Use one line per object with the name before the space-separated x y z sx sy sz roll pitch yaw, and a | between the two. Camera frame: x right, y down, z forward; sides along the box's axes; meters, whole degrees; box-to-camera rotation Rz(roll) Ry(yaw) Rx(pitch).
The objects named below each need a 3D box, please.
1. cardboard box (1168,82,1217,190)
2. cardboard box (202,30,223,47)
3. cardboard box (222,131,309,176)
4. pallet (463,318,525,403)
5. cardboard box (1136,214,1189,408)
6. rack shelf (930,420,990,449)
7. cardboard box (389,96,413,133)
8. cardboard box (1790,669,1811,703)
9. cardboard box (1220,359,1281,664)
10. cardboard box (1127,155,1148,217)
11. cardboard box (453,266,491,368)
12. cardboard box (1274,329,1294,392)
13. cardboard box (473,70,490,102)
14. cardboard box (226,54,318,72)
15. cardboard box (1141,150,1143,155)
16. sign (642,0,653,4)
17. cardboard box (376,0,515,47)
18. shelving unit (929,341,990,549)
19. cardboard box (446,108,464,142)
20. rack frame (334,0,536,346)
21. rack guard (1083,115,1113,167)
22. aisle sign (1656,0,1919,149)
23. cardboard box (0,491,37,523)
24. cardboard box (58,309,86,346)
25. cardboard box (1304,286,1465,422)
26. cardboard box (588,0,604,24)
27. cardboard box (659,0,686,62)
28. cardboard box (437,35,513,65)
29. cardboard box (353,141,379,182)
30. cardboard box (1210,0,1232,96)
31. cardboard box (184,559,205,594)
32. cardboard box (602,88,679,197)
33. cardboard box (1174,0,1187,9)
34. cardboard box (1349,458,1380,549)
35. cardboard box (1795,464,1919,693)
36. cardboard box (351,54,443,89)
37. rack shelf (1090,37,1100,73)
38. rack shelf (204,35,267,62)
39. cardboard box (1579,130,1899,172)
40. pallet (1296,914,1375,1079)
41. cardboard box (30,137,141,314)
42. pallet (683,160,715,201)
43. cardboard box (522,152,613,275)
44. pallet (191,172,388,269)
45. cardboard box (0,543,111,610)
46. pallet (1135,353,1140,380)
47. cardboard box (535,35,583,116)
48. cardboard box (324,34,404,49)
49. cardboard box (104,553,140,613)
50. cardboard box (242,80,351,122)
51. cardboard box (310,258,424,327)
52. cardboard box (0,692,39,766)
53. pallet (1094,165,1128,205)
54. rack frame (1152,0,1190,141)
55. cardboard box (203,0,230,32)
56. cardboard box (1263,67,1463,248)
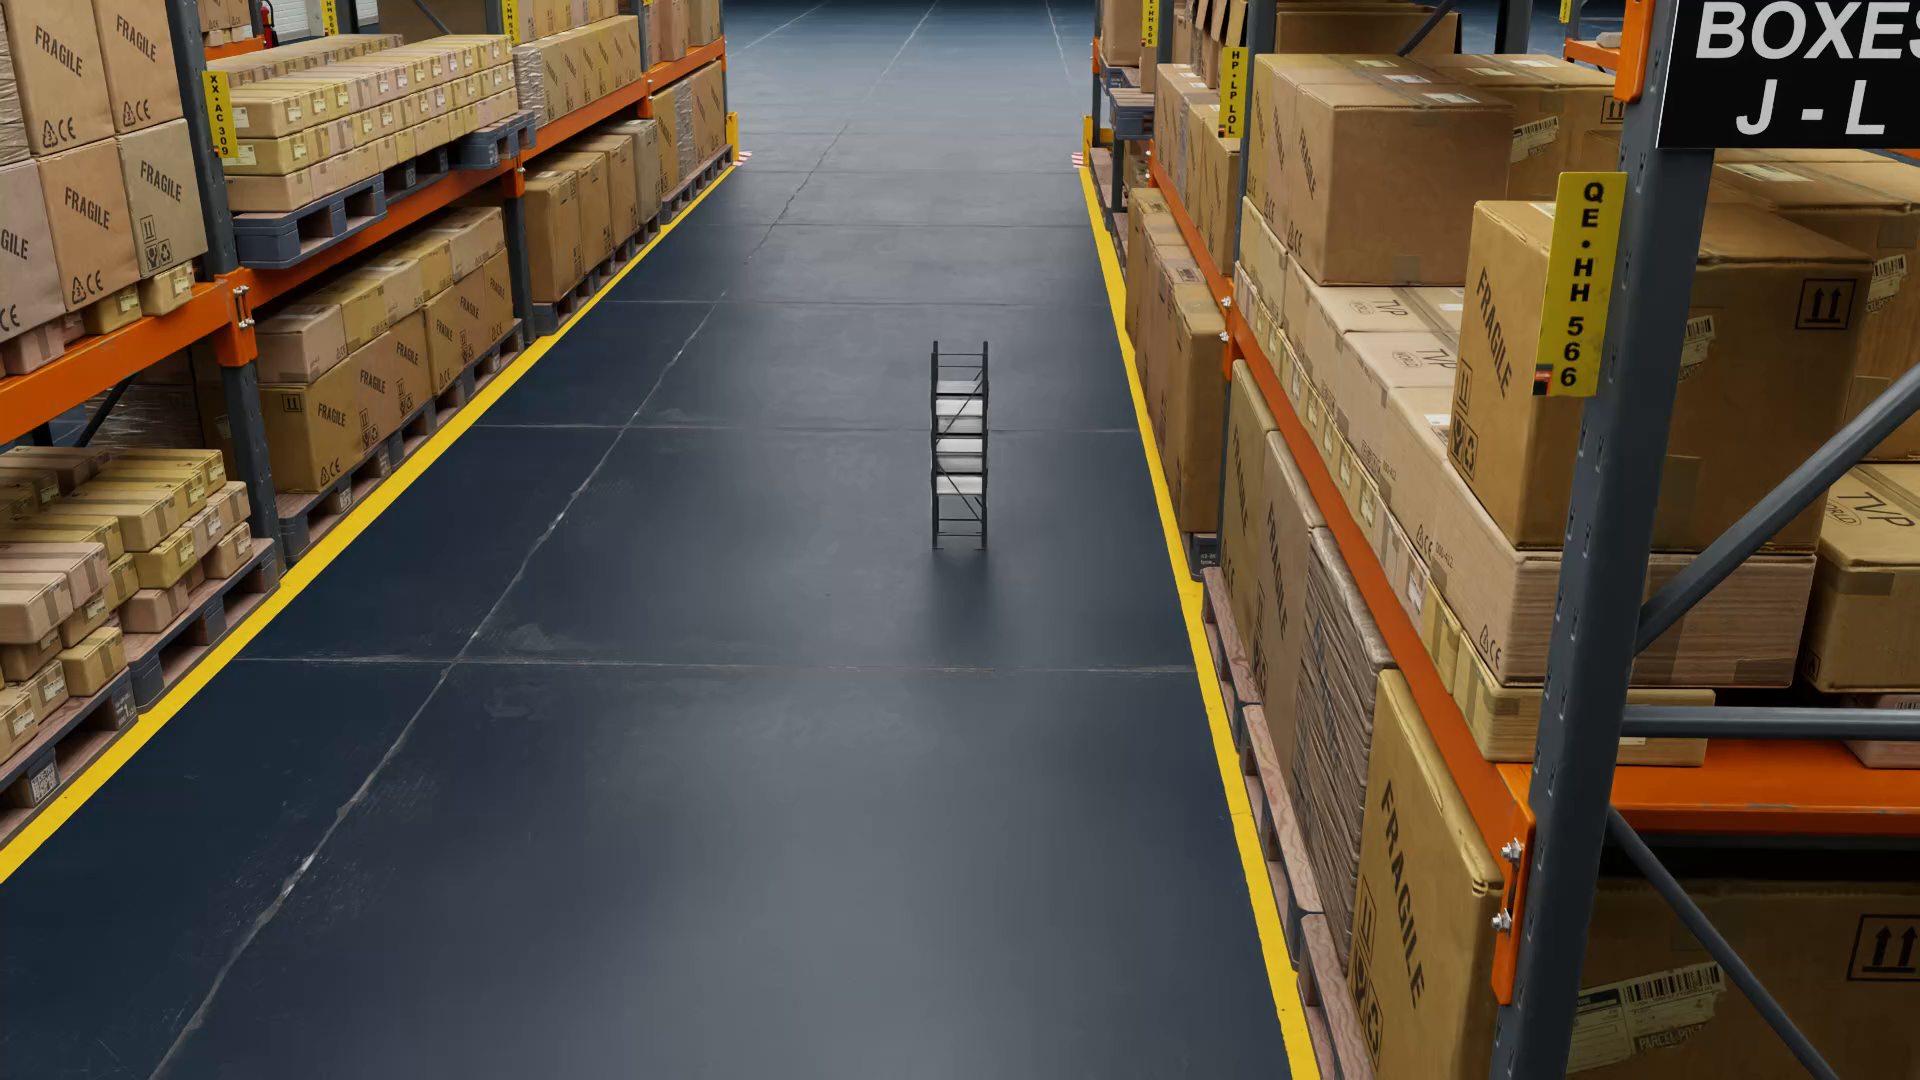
cardboard box | 1.366 -2.097 8.649 0.500 0.500 0.500 0 21 1
cardboard box | -7.685 -5.063 16.779 0.380 0.149 0.250 1 21 3
cardboard box | -2.926 -1.595 6.848 0.380 0.149 0.250 1 21 2
pallet | -3.302 -1.104 10.082 1.003 0.211 1.213 1 21 2
cardboard box | 1.602 -1.229 8.906 1.225 0.875 0.875 1 21 2
rack shelf | 0.000 -0.469 7.338 0.258 0.077 0.200 1 21 2
cardboard box | -2.891 -2.069 8.071 0.380 0.149 0.250 0 21 1
cardboard box | 1.782 0.197 3.222 0.380 0.149 0.250 0 21 1
cardboard box | 1.457 -0.116 6.039 0.875 0.875 0.875 1 21 2
cardboard box | 1.760 -2.860 13.599 0.700 0.500 0.500 -1 21 -3
cardboard box | -3.055 -1.288 9.578 0.500 0.500 0.500 1 21 4
cardboard box | 1.186 -0.551 5.149 0.380 0.149 0.250 0 21 1
cardboard box | -2.848 -2.528 9.254 0.380 0.149 0.250 1 21 3
cardboard box | -3.522 -2.402 8.518 0.380 0.149 0.250 1 21 3
cardboard box | 1.852 -3.216 14.546 0.500 0.500 0.500 0 21 0
sign | -2.612 -4.633 13.832 0.100 0.325 0.005 1 21 2
cardboard box | -3.253 -3.361 10.525 0.700 0.500 0.500 1 21 1
shelving unit | 0.000 -0.417 7.359 0.258 0.900 0.210 1 21 2
cardboard box | -2.867 -2.211 8.848 0.380 0.149 0.250 0 21 -1
rack frame | -3.276 -2.686 10.306 1.000 3.000 0.127 1 21 2
rack guard | 1.919 -4.295 17.907 1.175 0.500 0.348 1 21 2
aisle sign | 1.133 -0.892 2.087 0.394 0.787 0.004 1 21 2
cardboard box | -3.642 -0.071 6.103 0.380 0.149 0.250 0 21 1
cardboard box | -3.216 -0.734 5.622 0.380 0.149 0.250 0 21 0
cardboard box | 1.227 -0.505 4.481 0.500 0.250 0.500 1 21 2
cardboard box | -3.178 -4.280 12.892 0.700 0.500 0.500 0 21 1
cardboard box | -3.027 -4.729 15.363 0.875 0.550 0.550 1 21 2
cardboard box | -2.833 -2.860 9.698 0.380 0.149 0.250 0 21 0
cardboard box | -2.904 -1.738 7.627 0.380 0.149 0.250 1 21 2
cardboard box | 1.603 -2.367 7.958 0.797 0.503 0.637 1 21 3
cardboard box | -3.161 0.132 6.403 0.380 0.149 0.250 1 21 3
cardboard box | -3.066 -3.565 14.926 0.875 0.875 0.875 1 21 2
cardboard box | 1.839 -3.658 12.086 0.797 0.503 0.637 3 21 7
cardboard box | 1.146 -0.087 3.954 0.380 0.149 0.250 0 21 0
cardboard box | 1.719 0.058 3.029 0.500 0.250 0.500 0 21 0
cardboard box | -2.875 -2.393 8.493 0.380 0.149 0.250 2 21 4
rack shelf | 1.861 -4.429 15.792 1.077 0.370 4.000 1 21 2
rack shelf | -8.045 -4.538 16.073 1.077 0.370 4.000 1 21 2
cardboard box | 1.744 -0.660 3.842 0.500 0.500 0.500 0 21 0
pallet | 1.381 1.307 3.868 1.003 0.211 1.213 1 21 2
cardboard box | -3.147 -1.060 5.564 0.500 0.500 0.500 0 21 0
pallet | -3.019 -3.549 16.384 1.003 0.211 1.213 1 21 2
cardboard box | -3.145 -2.369 12.016 1.050 0.750 0.750 1 21 2
pallet | -3.229 -1.425 7.321 1.003 0.211 1.213 1 21 2
cardboard box | -3.119 0.122 5.606 0.380 0.149 0.250 0 21 -1
pallet | 1.579 -1.011 9.843 1.003 0.211 1.213 1 21 2
cardboard box | -2.964 -3.259 11.642 0.500 0.500 0.500 1 21 2
cardboard box | -3.484 -2.876 9.738 0.380 0.149 0.250 1 21 2
cardboard box | -3.182 0.157 5.928 0.380 0.149 0.250 1 21 2
cardboard box | -2.913 -1.927 7.293 0.380 0.149 0.250 1 21 2
cardboard box | -3.078 -1.261 8.471 0.500 0.250 0.500 1 21 4
cardboard box | -3.150 0.594 5.212 0.380 0.149 0.250 1 21 2
pallet | 1.819 -3.427 16.069 1.003 0.211 1.213 1 21 2
rack frame | 1.678 -2.595 10.071 1.000 3.000 0.127 1 21 2
cardboard box | -7.745 -5.402 16.755 0.500 0.500 0.500 1 21 2
cardboard box | 1.264 -1.219 5.283 0.500 0.500 0.500 1 21 2
